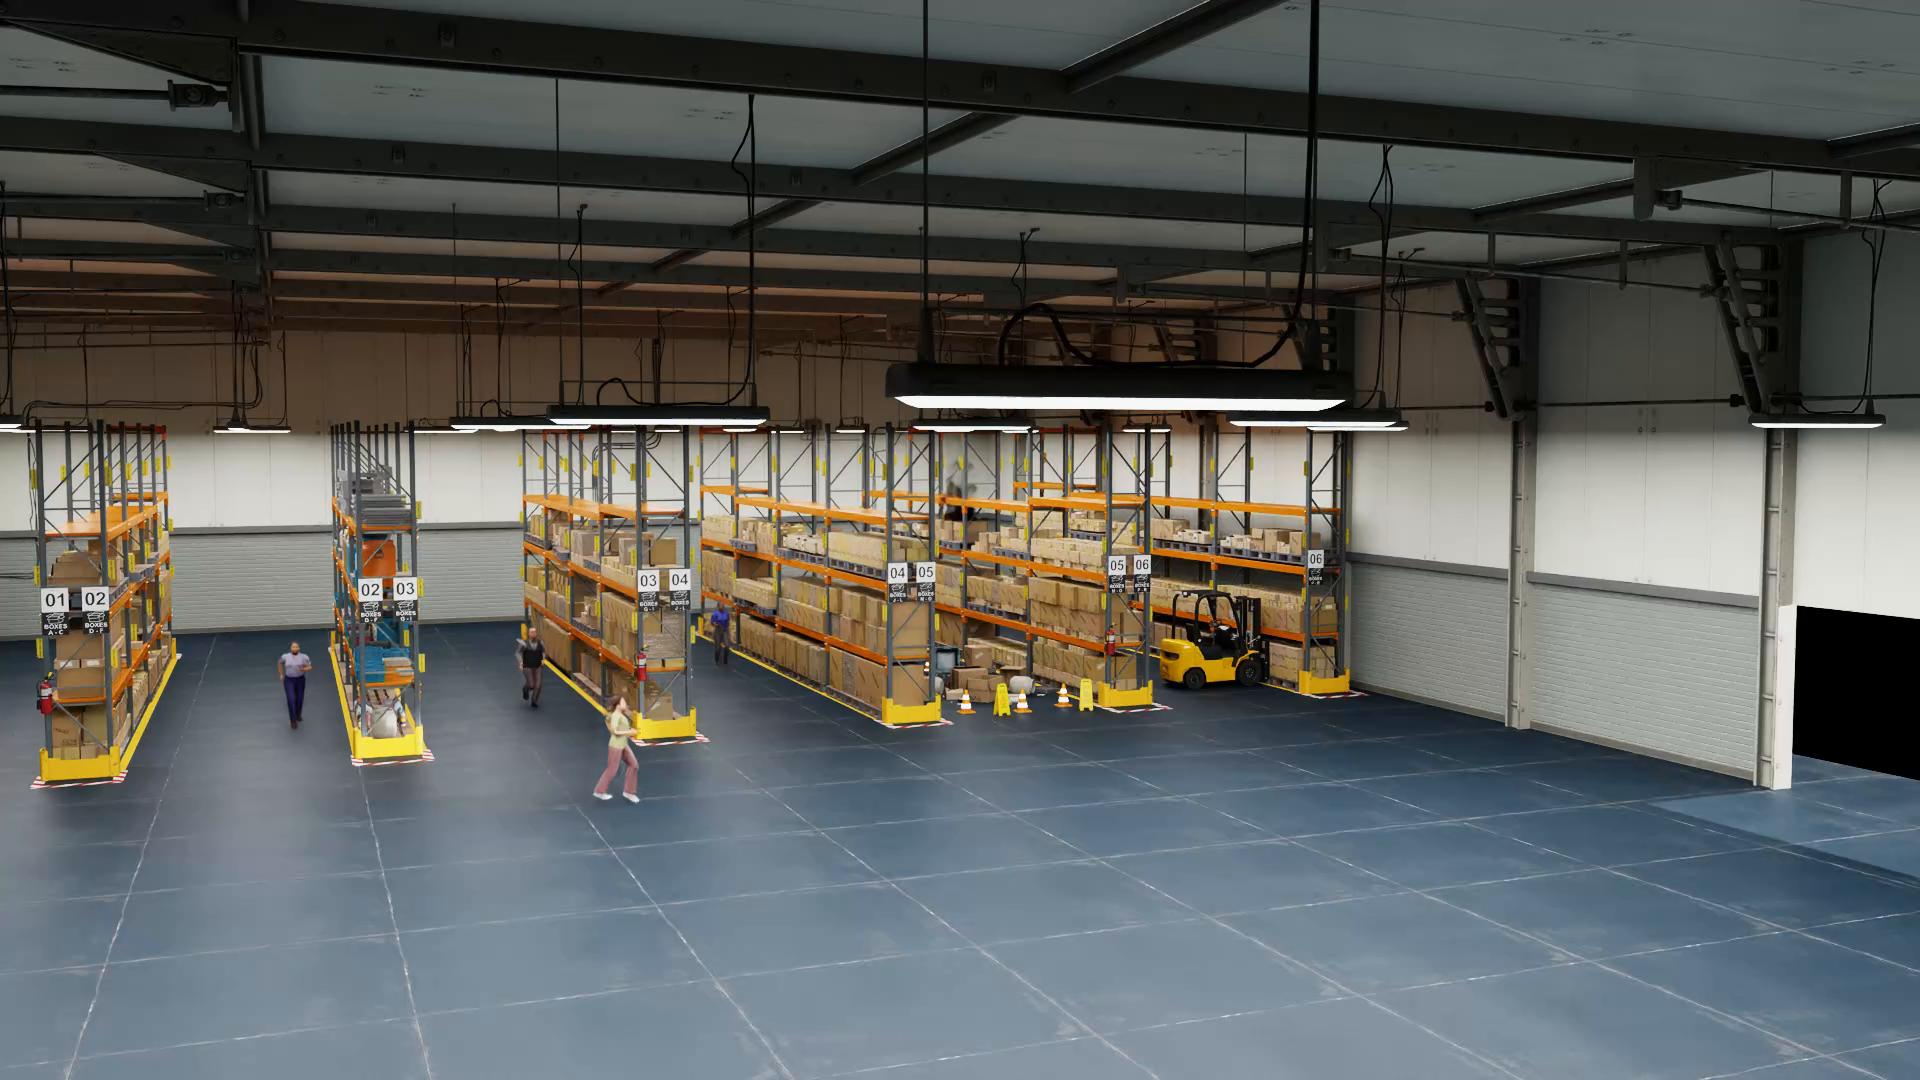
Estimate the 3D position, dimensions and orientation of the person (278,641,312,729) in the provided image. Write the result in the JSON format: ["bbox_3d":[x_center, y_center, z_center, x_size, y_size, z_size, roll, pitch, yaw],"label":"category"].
[{"bbox_3d":[-13.126,2.838,32.849,0.580,1.694,0.838,-2,4,-28],"label":"person"}]

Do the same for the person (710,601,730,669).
[{"bbox_3d":[-5.894,2.355,41.008,0.566,1.704,0.727,-2,4,-23],"label":"person"}]

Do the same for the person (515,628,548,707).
[{"bbox_3d":[-9.030,2.698,35.152,0.662,1.679,0.581,-2,4,-30],"label":"person"}]

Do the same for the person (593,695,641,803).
[{"bbox_3d":[-5.356,3.267,25.888,0.741,1.716,0.564,0,4,4],"label":"person"}]
